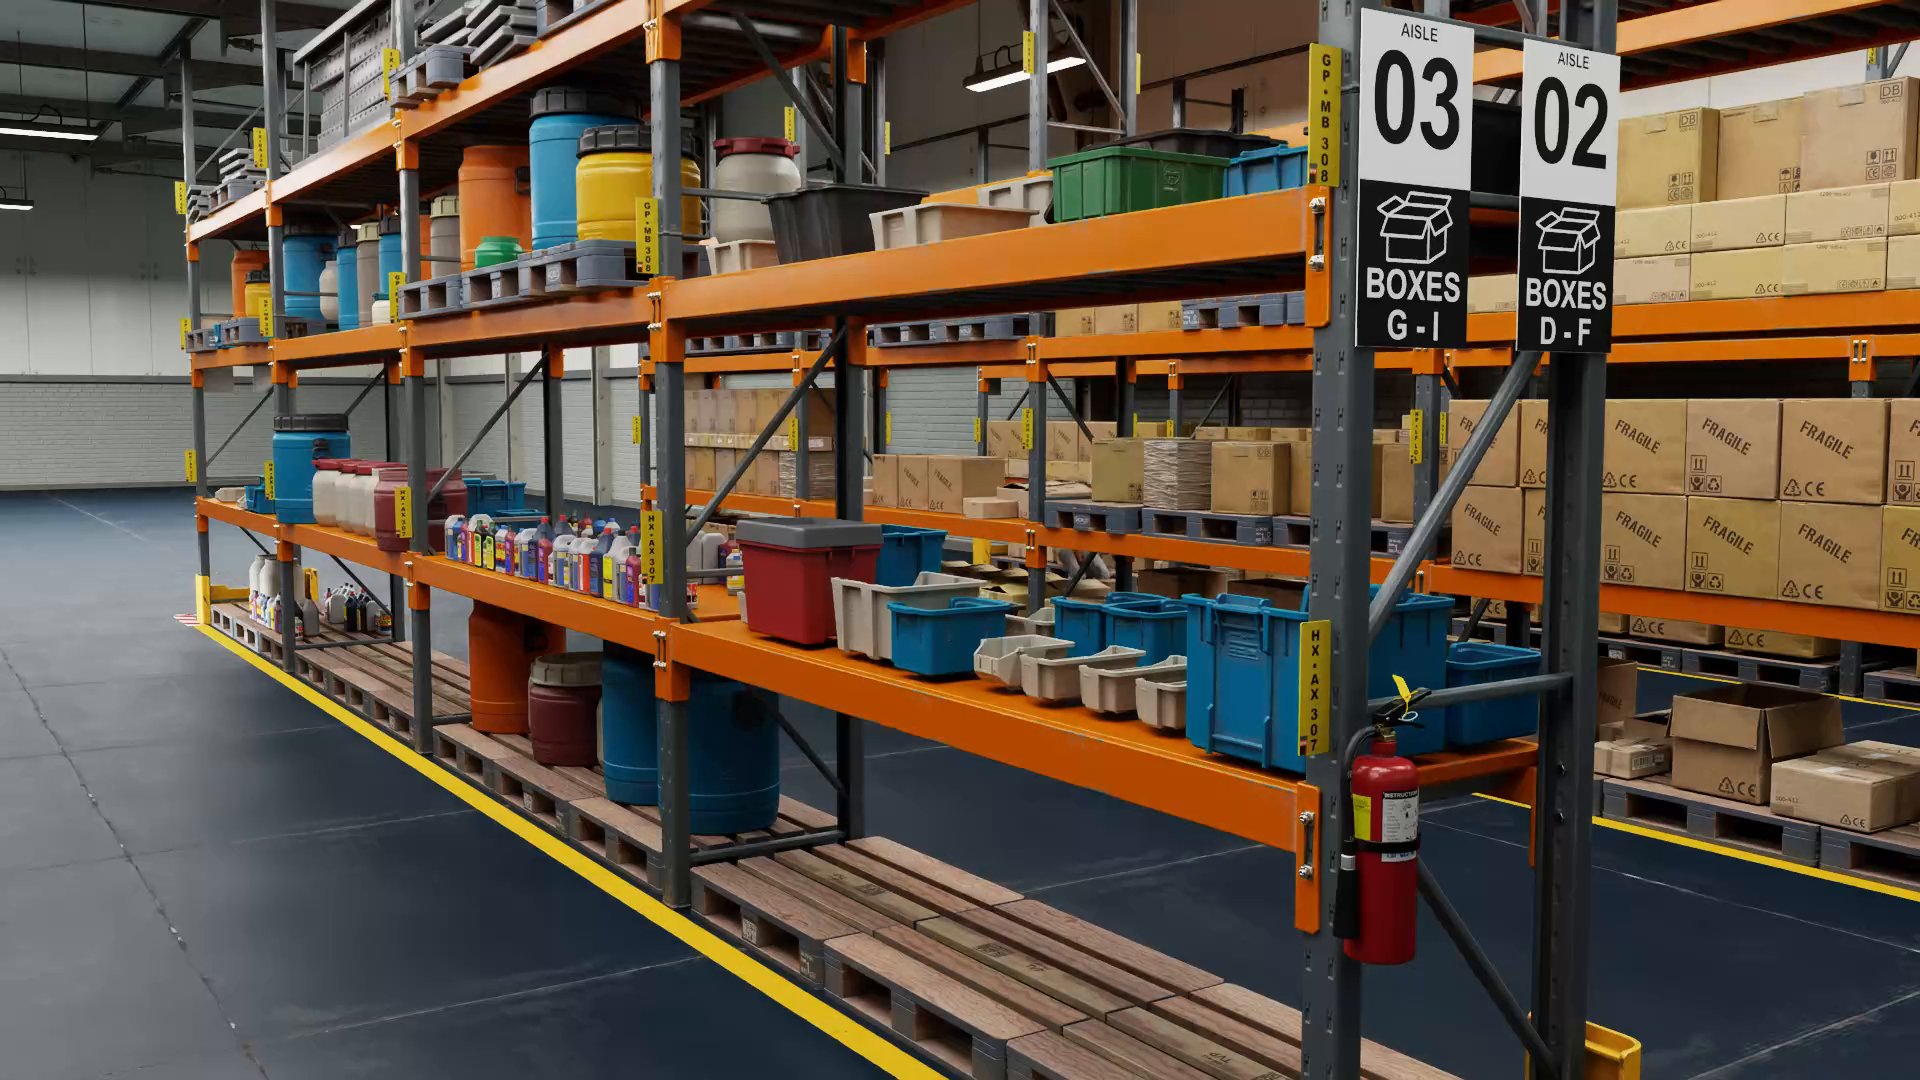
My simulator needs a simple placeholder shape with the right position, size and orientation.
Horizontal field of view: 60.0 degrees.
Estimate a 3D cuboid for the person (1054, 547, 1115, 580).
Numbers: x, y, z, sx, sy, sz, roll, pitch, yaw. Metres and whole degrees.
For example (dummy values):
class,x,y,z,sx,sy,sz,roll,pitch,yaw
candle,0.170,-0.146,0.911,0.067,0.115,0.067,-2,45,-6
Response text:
class,x,y,z,sx,sy,sz,roll,pitch,yaw
person,1.370,0.143,17.666,0.632,1.405,0.762,-3,6,-34
